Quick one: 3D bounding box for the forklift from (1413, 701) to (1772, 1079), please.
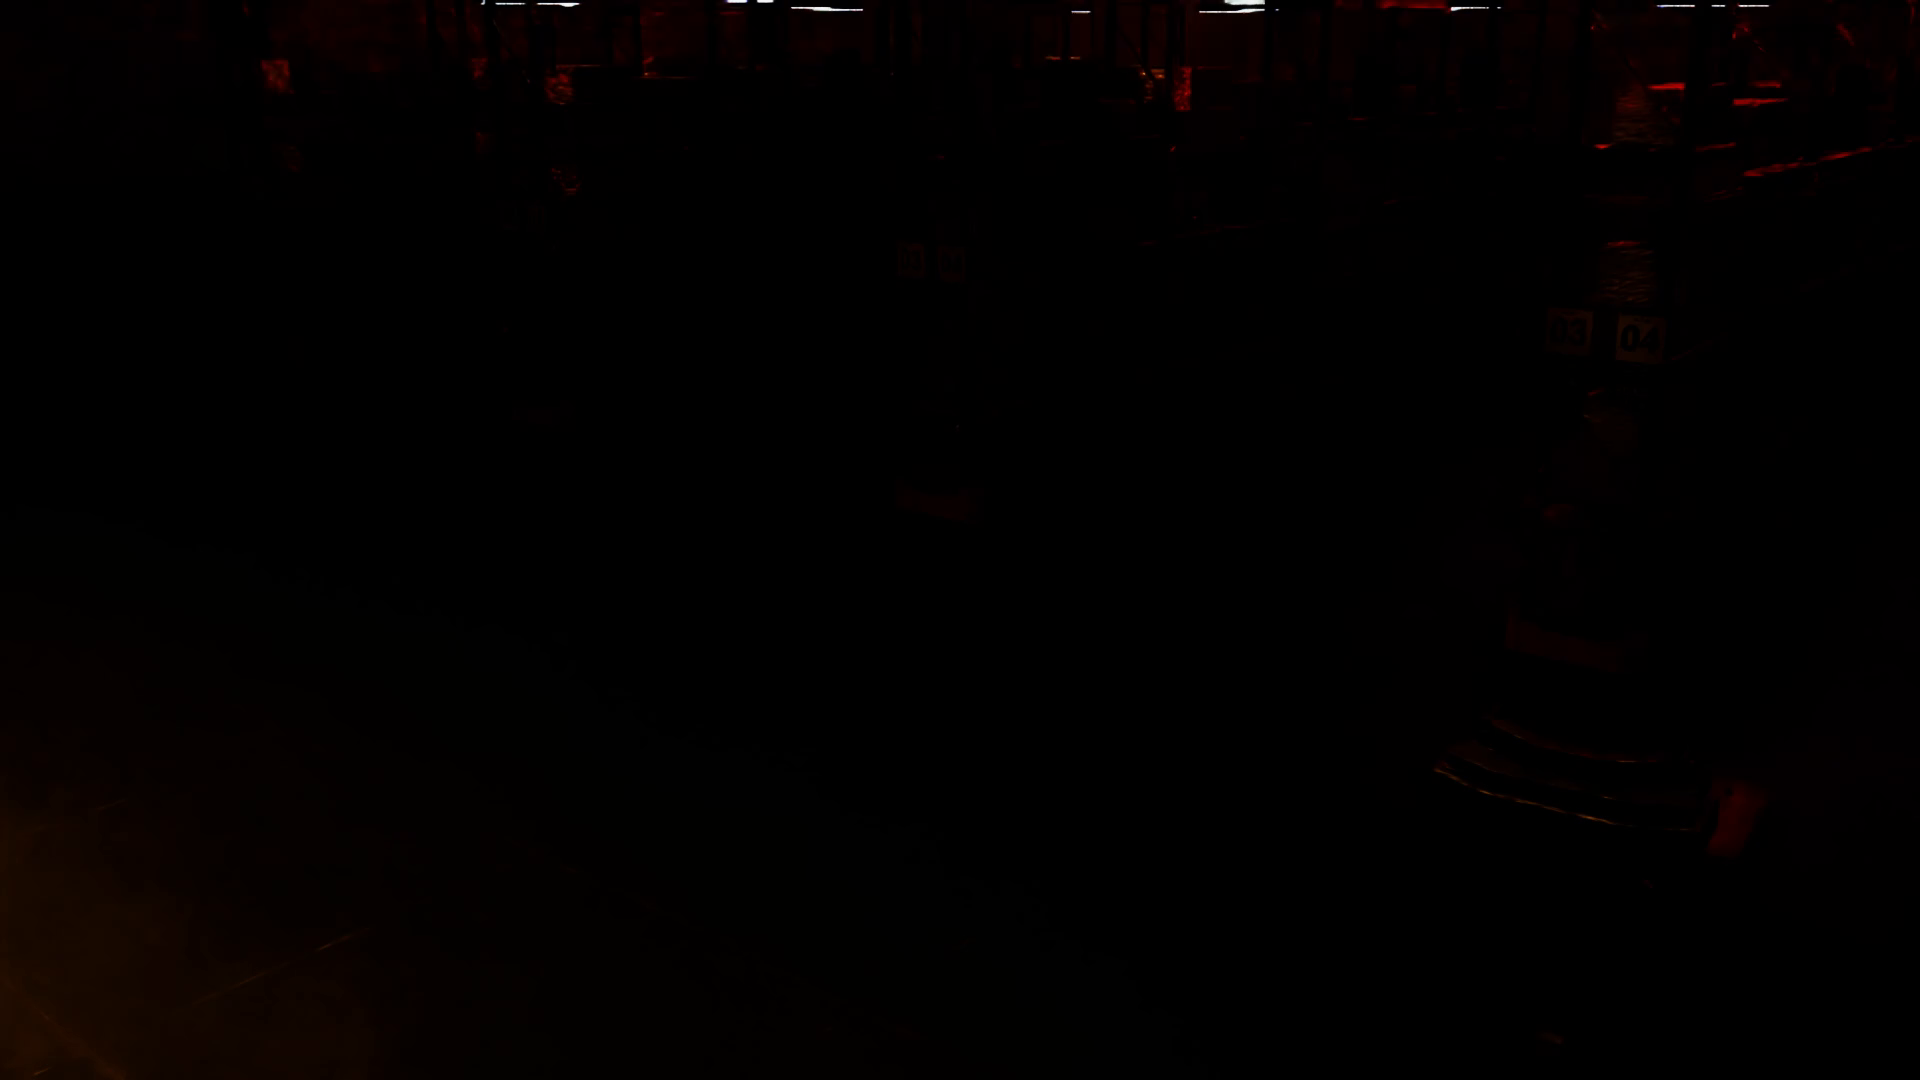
[{"bbox_3d":[0.364,-1.570,4.068,1.130,2.935,3.031,11,20,32],"label":"forklift"}]
